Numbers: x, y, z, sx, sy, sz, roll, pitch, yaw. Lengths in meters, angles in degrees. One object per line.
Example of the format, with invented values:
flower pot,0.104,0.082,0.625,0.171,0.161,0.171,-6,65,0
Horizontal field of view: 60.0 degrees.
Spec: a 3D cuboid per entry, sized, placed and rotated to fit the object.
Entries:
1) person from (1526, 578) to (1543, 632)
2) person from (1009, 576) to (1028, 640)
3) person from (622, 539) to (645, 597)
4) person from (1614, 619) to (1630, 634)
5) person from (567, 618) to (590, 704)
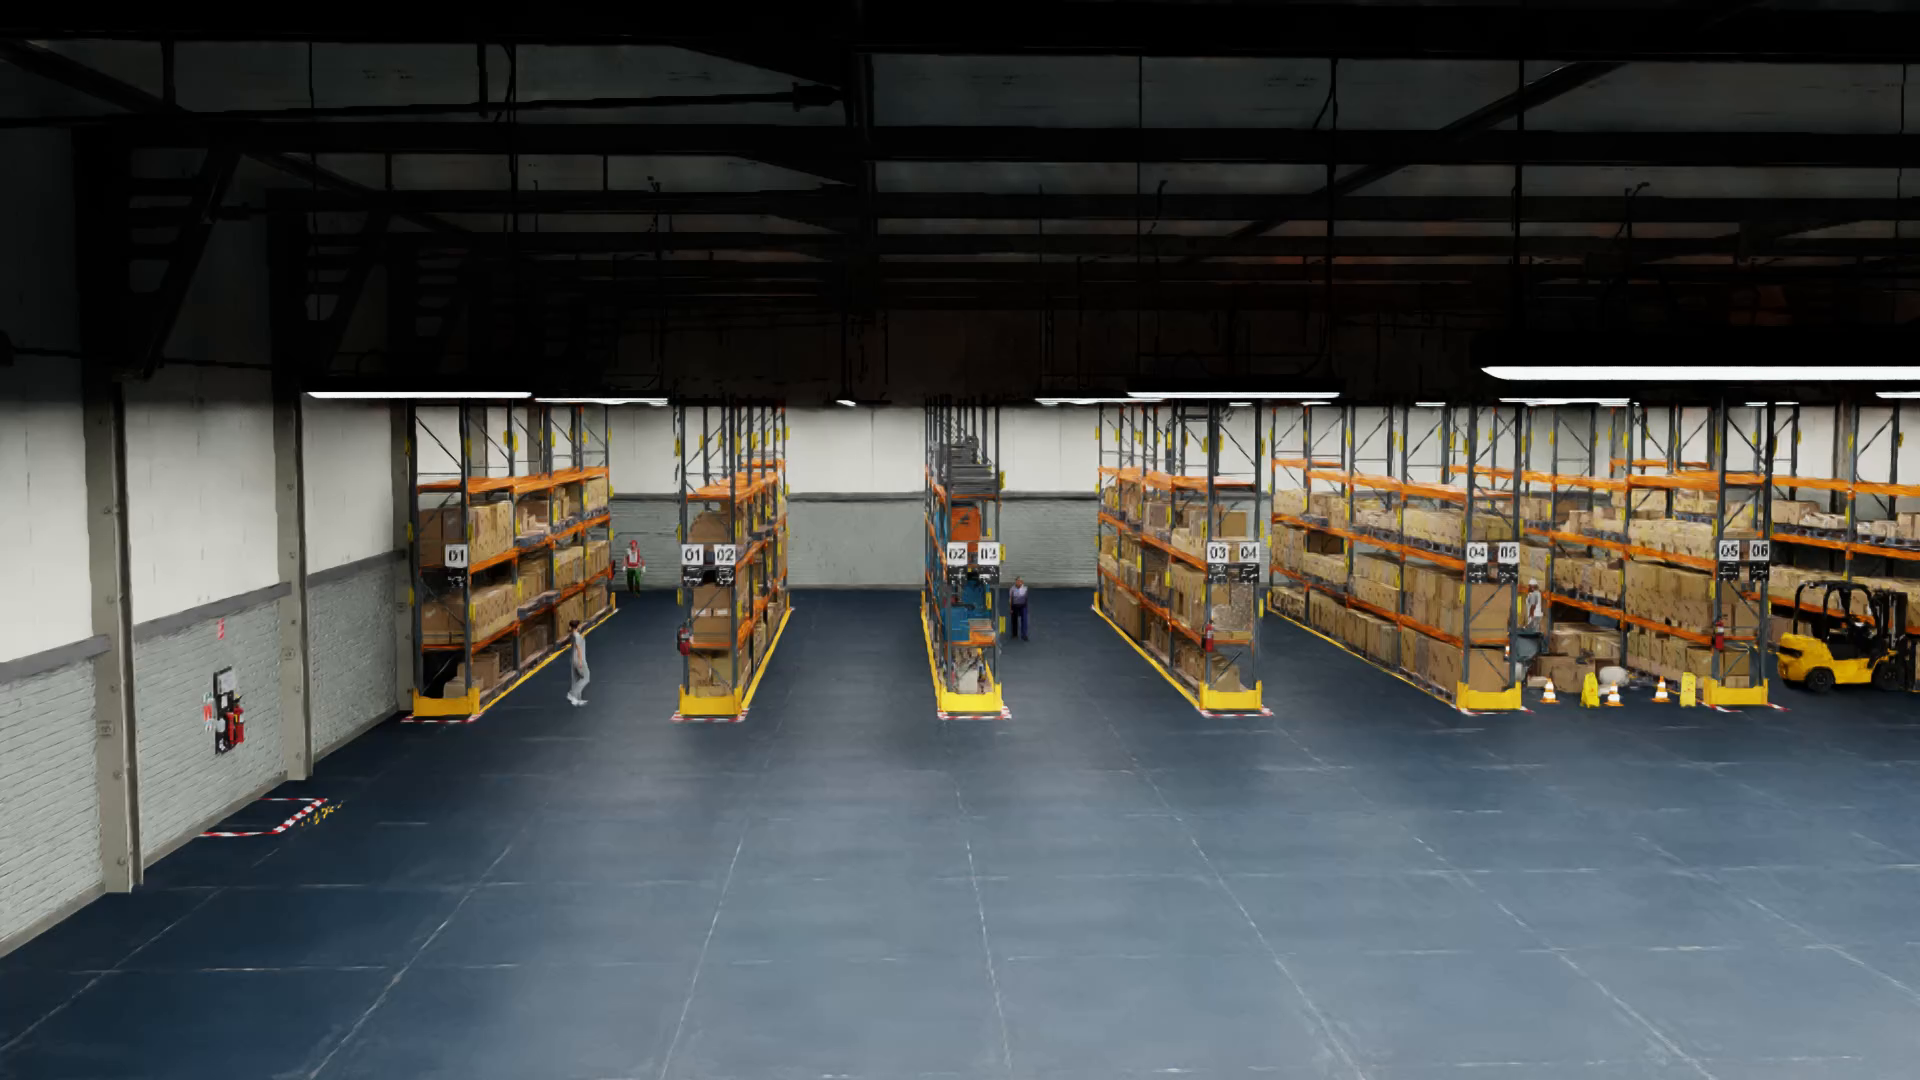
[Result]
person,13.257,1.771,38.566,0.583,1.782,0.678,2,5,22
person,1.446,1.662,41.244,0.479,1.552,1.090,0,5,0
person,-9.955,0.842,50.762,0.686,1.755,0.695,-1,5,-10
person,16.745,1.586,42.138,0.522,1.591,0.523,2,5,27
person,-7.417,2.400,32.161,0.432,1.565,0.503,-3,5,-32
